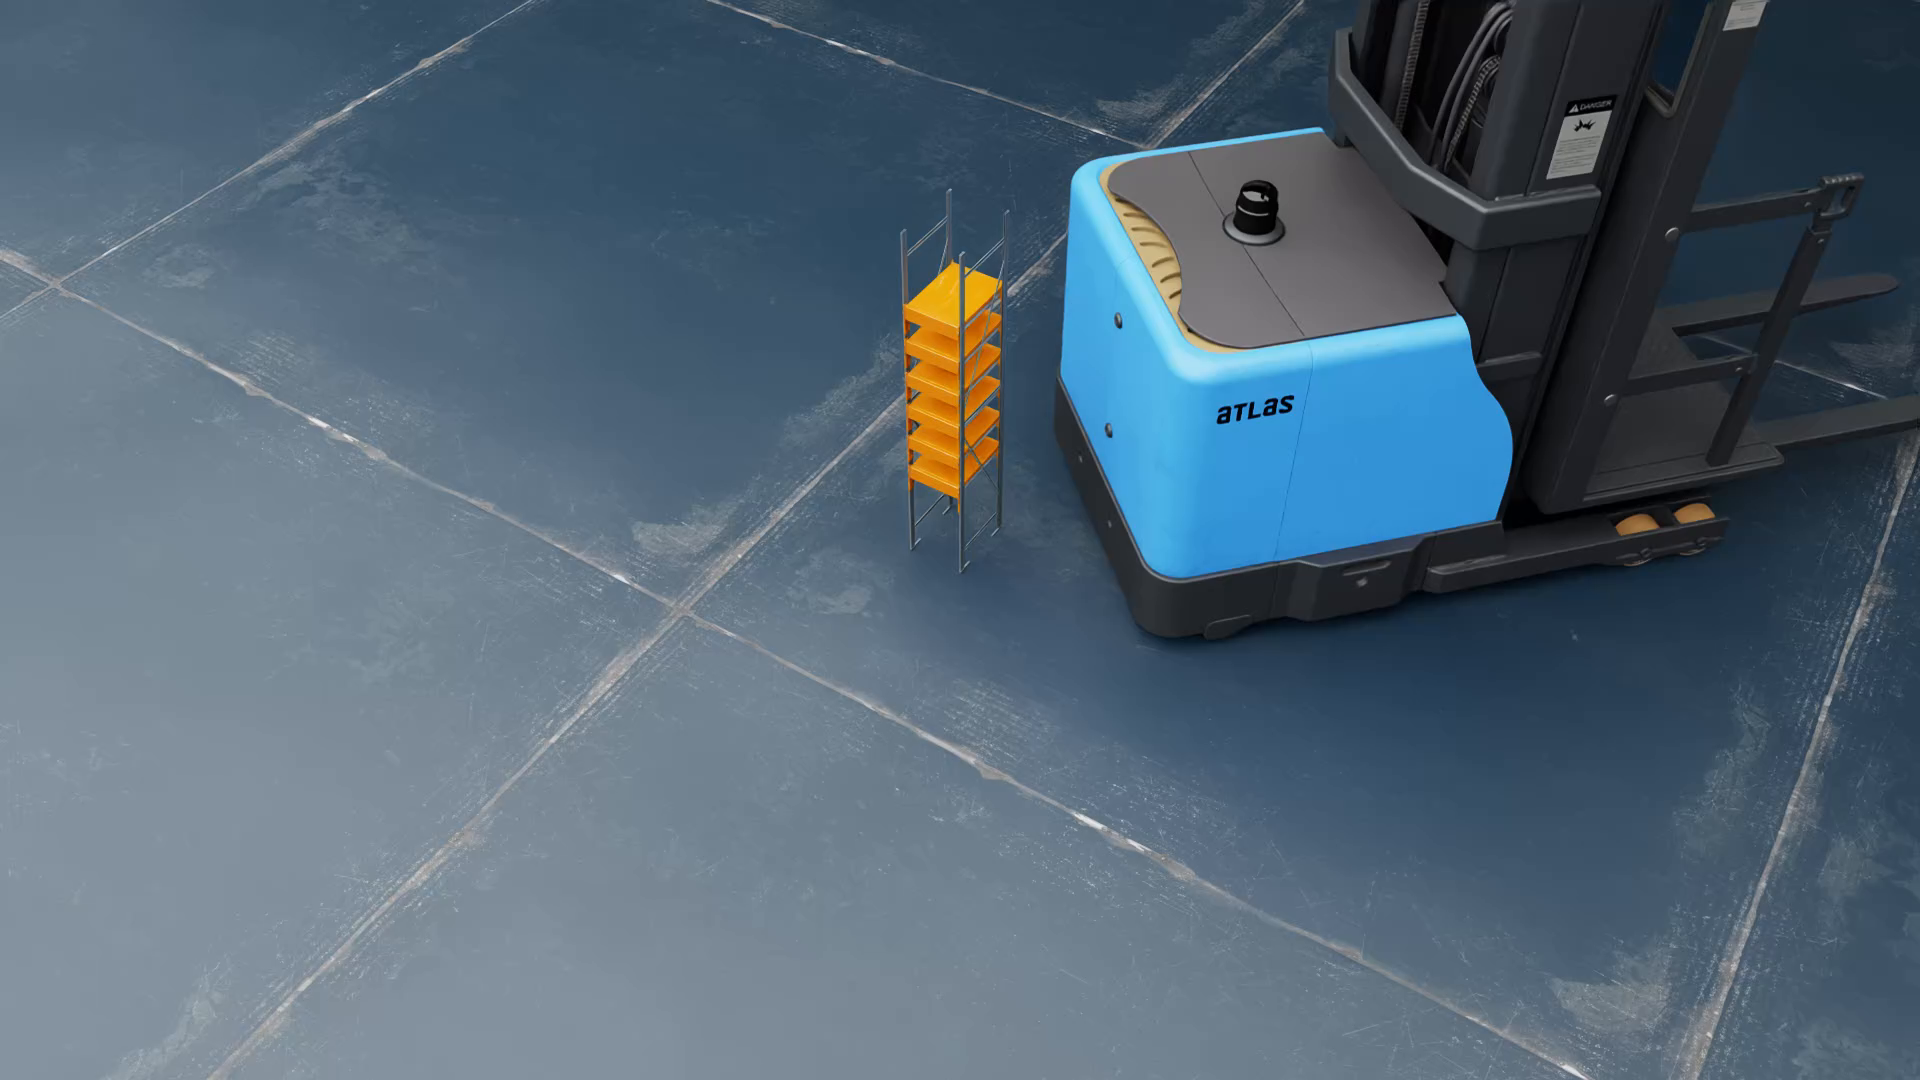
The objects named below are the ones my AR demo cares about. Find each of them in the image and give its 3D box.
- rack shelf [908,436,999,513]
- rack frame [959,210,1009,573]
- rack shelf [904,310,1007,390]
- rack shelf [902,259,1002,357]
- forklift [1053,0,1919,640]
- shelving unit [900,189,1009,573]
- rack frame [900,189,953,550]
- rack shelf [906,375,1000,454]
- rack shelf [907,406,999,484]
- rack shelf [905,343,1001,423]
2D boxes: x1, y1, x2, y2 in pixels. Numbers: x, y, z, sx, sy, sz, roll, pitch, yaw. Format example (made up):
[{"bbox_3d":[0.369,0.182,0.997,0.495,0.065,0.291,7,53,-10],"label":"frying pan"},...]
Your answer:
[{"bbox_3d":[-0.012,-0.226,5.029,0.180,0.103,0.258,25,51,22],"label":"rack shelf"},{"bbox_3d":[0.065,-0.388,4.791,0.006,1.200,0.240,25,51,22],"label":"rack frame"},{"bbox_3d":[-0.012,-0.560,4.685,0.180,0.103,0.258,25,51,22],"label":"rack shelf"},{"bbox_3d":[-0.012,-0.644,4.599,0.180,0.103,0.258,25,51,22],"label":"rack shelf"},{"bbox_3d":[1.884,-1.299,4.469,3.031,2.935,1.130,-10,47,-10],"label":"forklift"},{"bbox_3d":[-0.012,-0.424,4.825,0.189,1.200,0.258,25,51,22],"label":"shelving unit"},{"bbox_3d":[-0.089,-0.459,4.860,0.006,1.200,0.240,25,51,22],"label":"rack frame"},{"bbox_3d":[-0.012,-0.393,4.857,0.180,0.103,0.258,25,51,22],"label":"rack shelf"},{"bbox_3d":[-0.012,-0.309,4.943,0.180,0.103,0.258,25,51,22],"label":"rack shelf"},{"bbox_3d":[-0.012,-0.476,4.771,0.180,0.103,0.258,25,51,22],"label":"rack shelf"}]
